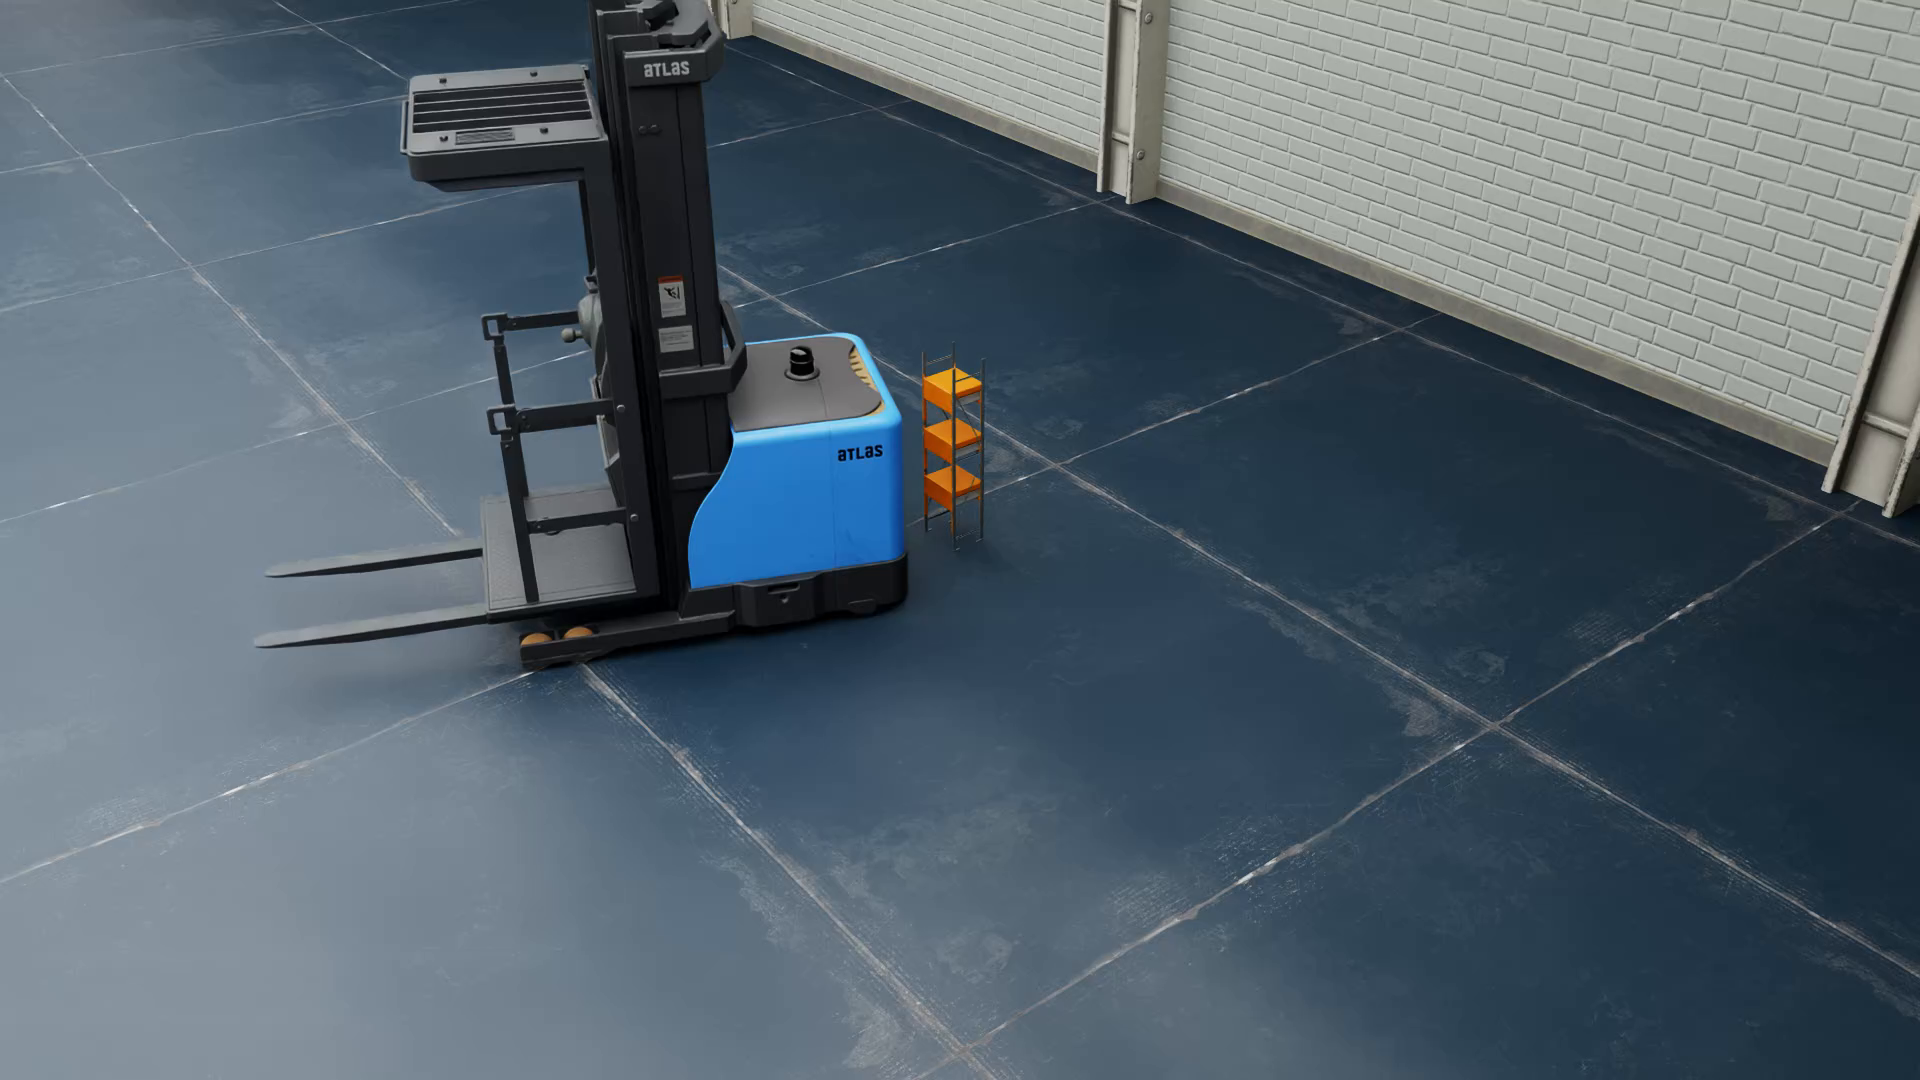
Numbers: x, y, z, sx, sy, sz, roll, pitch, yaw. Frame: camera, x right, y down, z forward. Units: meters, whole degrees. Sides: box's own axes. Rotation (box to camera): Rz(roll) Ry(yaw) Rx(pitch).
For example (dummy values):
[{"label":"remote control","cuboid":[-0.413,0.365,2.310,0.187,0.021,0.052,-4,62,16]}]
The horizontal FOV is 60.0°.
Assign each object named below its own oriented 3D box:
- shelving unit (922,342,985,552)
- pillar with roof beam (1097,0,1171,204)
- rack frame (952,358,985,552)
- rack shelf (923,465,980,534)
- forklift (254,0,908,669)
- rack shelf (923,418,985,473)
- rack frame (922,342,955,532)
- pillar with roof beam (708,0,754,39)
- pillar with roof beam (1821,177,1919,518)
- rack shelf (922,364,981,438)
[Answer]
[{"label":"shelving unit","cuboid":[-0.033,-0.468,8.509,0.215,1.050,0.252,-22,38,-31]},{"label":"pillar with roof beam","cuboid":[-2.075,-5.177,8.557,9.100,9.000,0.400,-22,38,-31]},{"label":"rack frame","cuboid":[0.042,-0.417,8.427,0.200,1.050,0.008,-22,38,-31]},{"label":"rack shelf","cuboid":[-0.033,-0.223,8.661,0.215,0.259,0.240,-22,38,-31]},{"label":"forklift","cuboid":[-1.831,-0.950,7.501,3.031,2.935,1.130,-8,33,-13]},{"label":"rack shelf","cuboid":[-0.033,-0.459,8.515,0.215,0.259,0.240,-22,38,-31]},{"label":"rack frame","cuboid":[-0.108,-0.519,8.591,0.200,1.050,0.008,-22,38,-31]},{"label":"pillar with roof beam","cuboid":[-5.754,-7.678,12.583,9.100,9.000,0.400,-22,38,-31]},{"label":"pillar with roof beam","cuboid":[1.604,-2.677,4.530,9.100,9.000,0.400,-22,38,-31]},{"label":"rack shelf","cuboid":[-0.033,-0.700,8.365,0.215,0.259,0.240,-22,38,-31]}]
